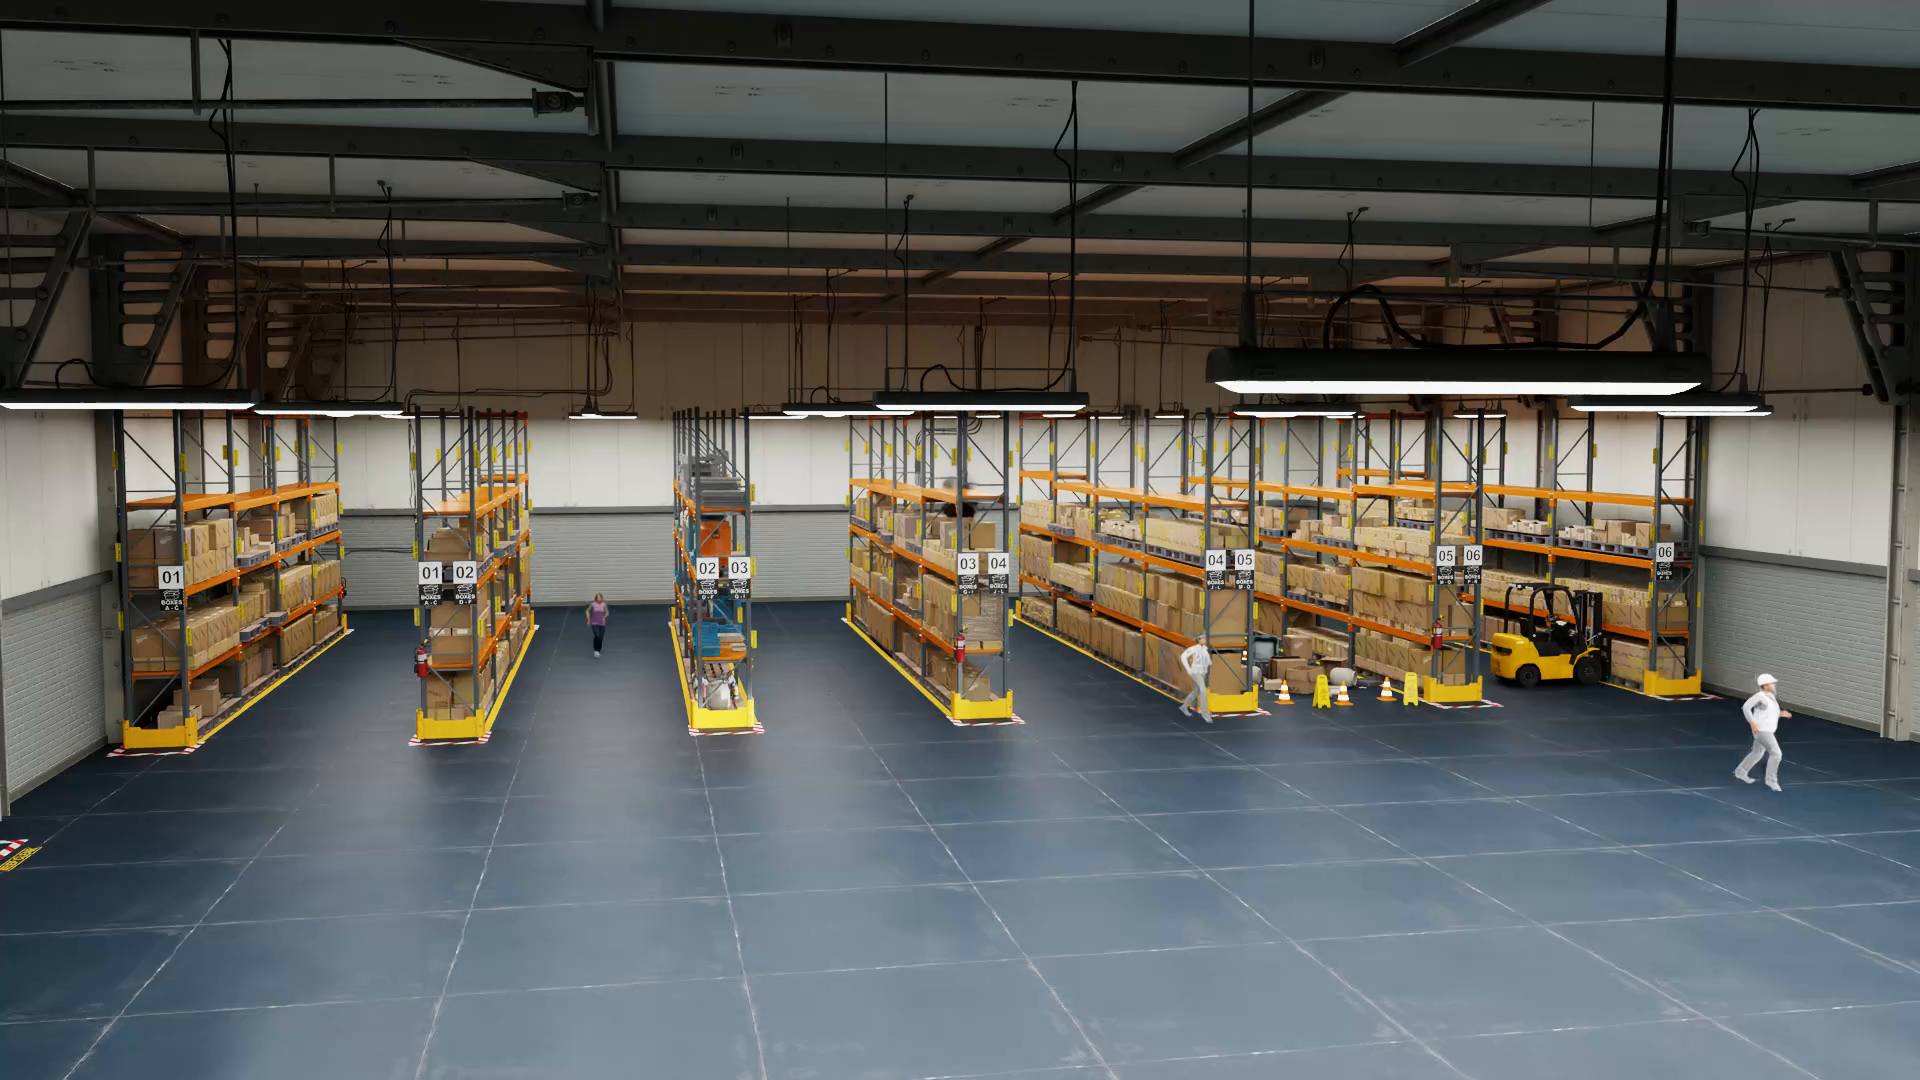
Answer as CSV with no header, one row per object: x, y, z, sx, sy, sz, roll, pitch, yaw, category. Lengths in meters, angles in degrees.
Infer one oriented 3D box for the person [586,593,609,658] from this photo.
-8.742,2.079,40.201,0.500,1.552,0.730,-2,4,-25,person

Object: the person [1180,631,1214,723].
4.588,2.599,31.922,0.843,1.719,0.624,3,5,39,person

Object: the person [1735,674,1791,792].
12.551,3.000,25.993,0.783,1.833,0.641,3,5,34,person
